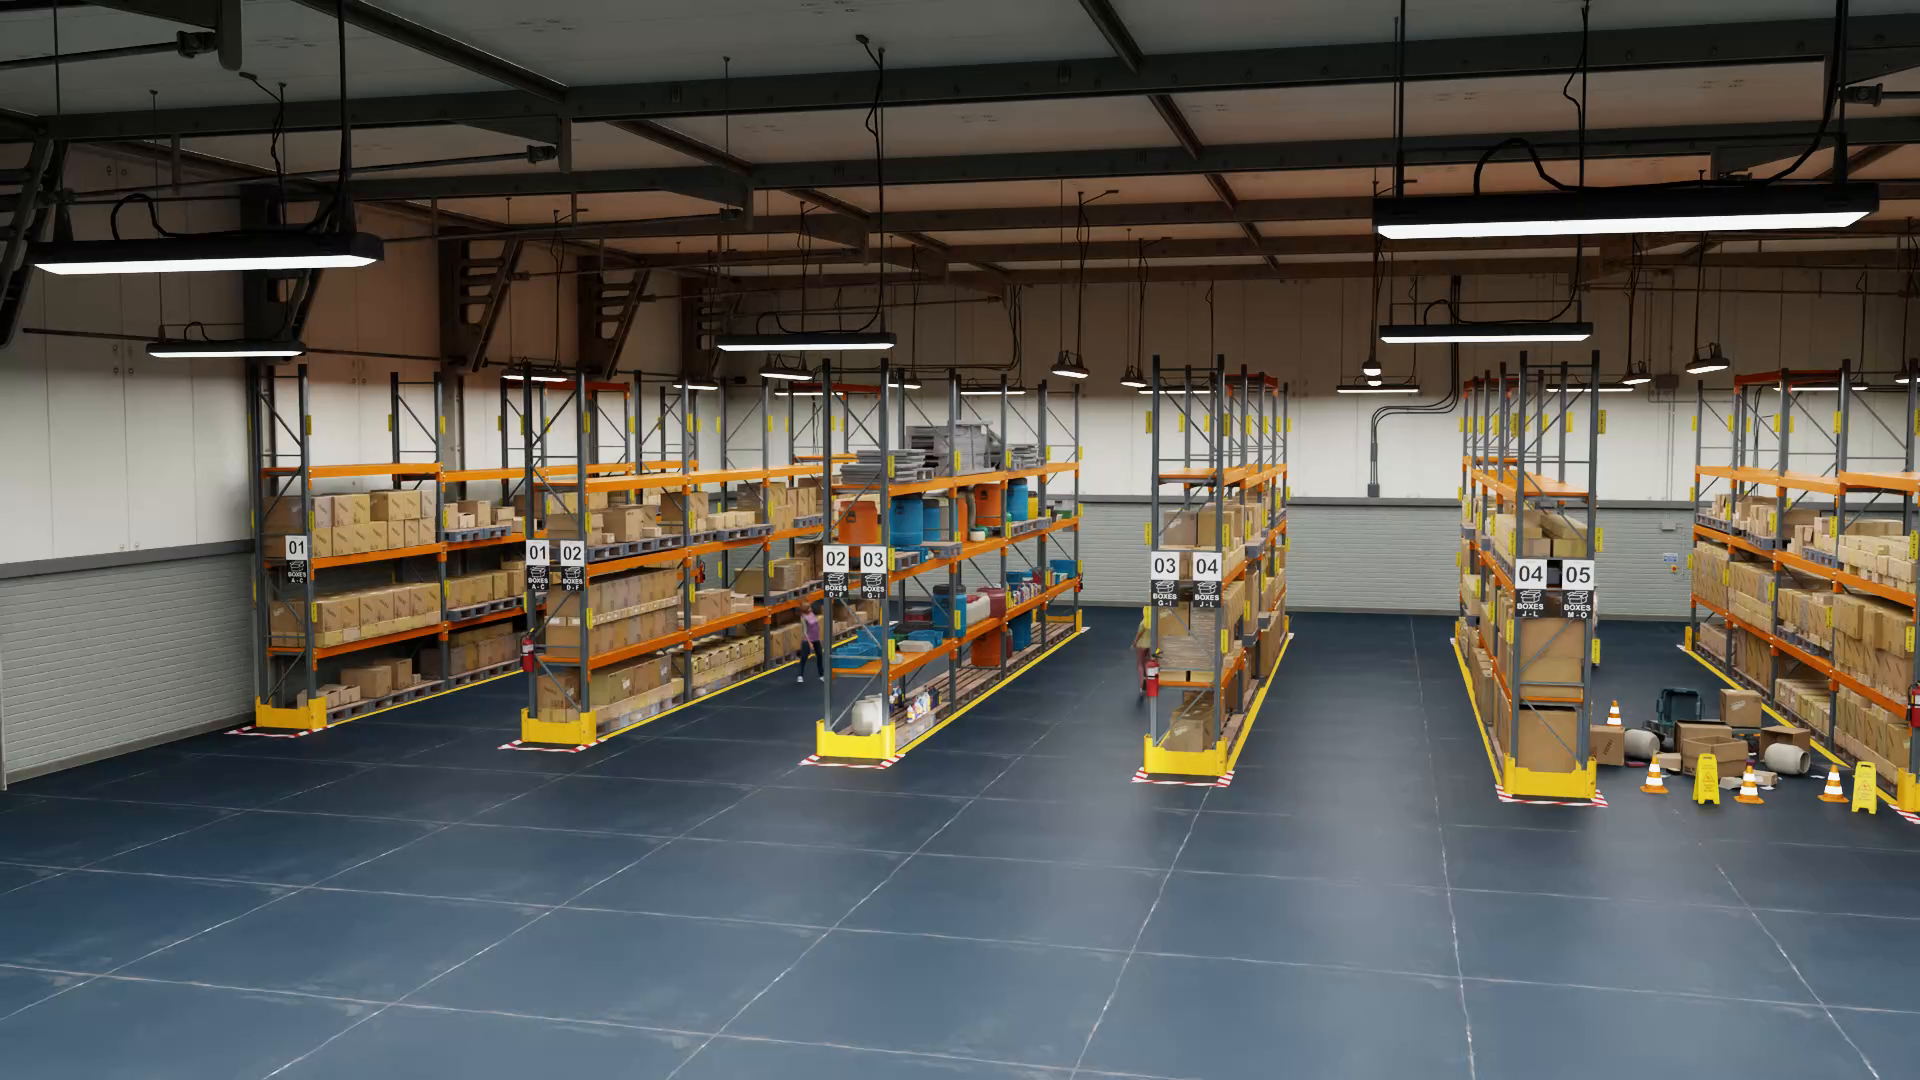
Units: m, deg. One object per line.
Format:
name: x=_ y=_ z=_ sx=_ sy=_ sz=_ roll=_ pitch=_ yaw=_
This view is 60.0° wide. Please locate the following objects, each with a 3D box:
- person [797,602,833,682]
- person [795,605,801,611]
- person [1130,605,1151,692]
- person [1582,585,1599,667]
person: x=-2.854 y=1.980 z=32.246 sx=0.585 sy=1.579 sz=0.561 roll=4 pitch=5 yaw=44
person: x=-4.102 y=1.236 z=42.952 sx=0.490 sy=1.581 sz=0.476 roll=0 pitch=4 yaw=-4
person: x=3.450 y=2.058 z=31.103 sx=0.483 sy=1.731 sz=0.545 roll=-2 pitch=4 yaw=-26
person: x=13.010 y=1.749 z=34.469 sx=0.476 sy=1.771 sz=0.564 roll=2 pitch=5 yaw=32
